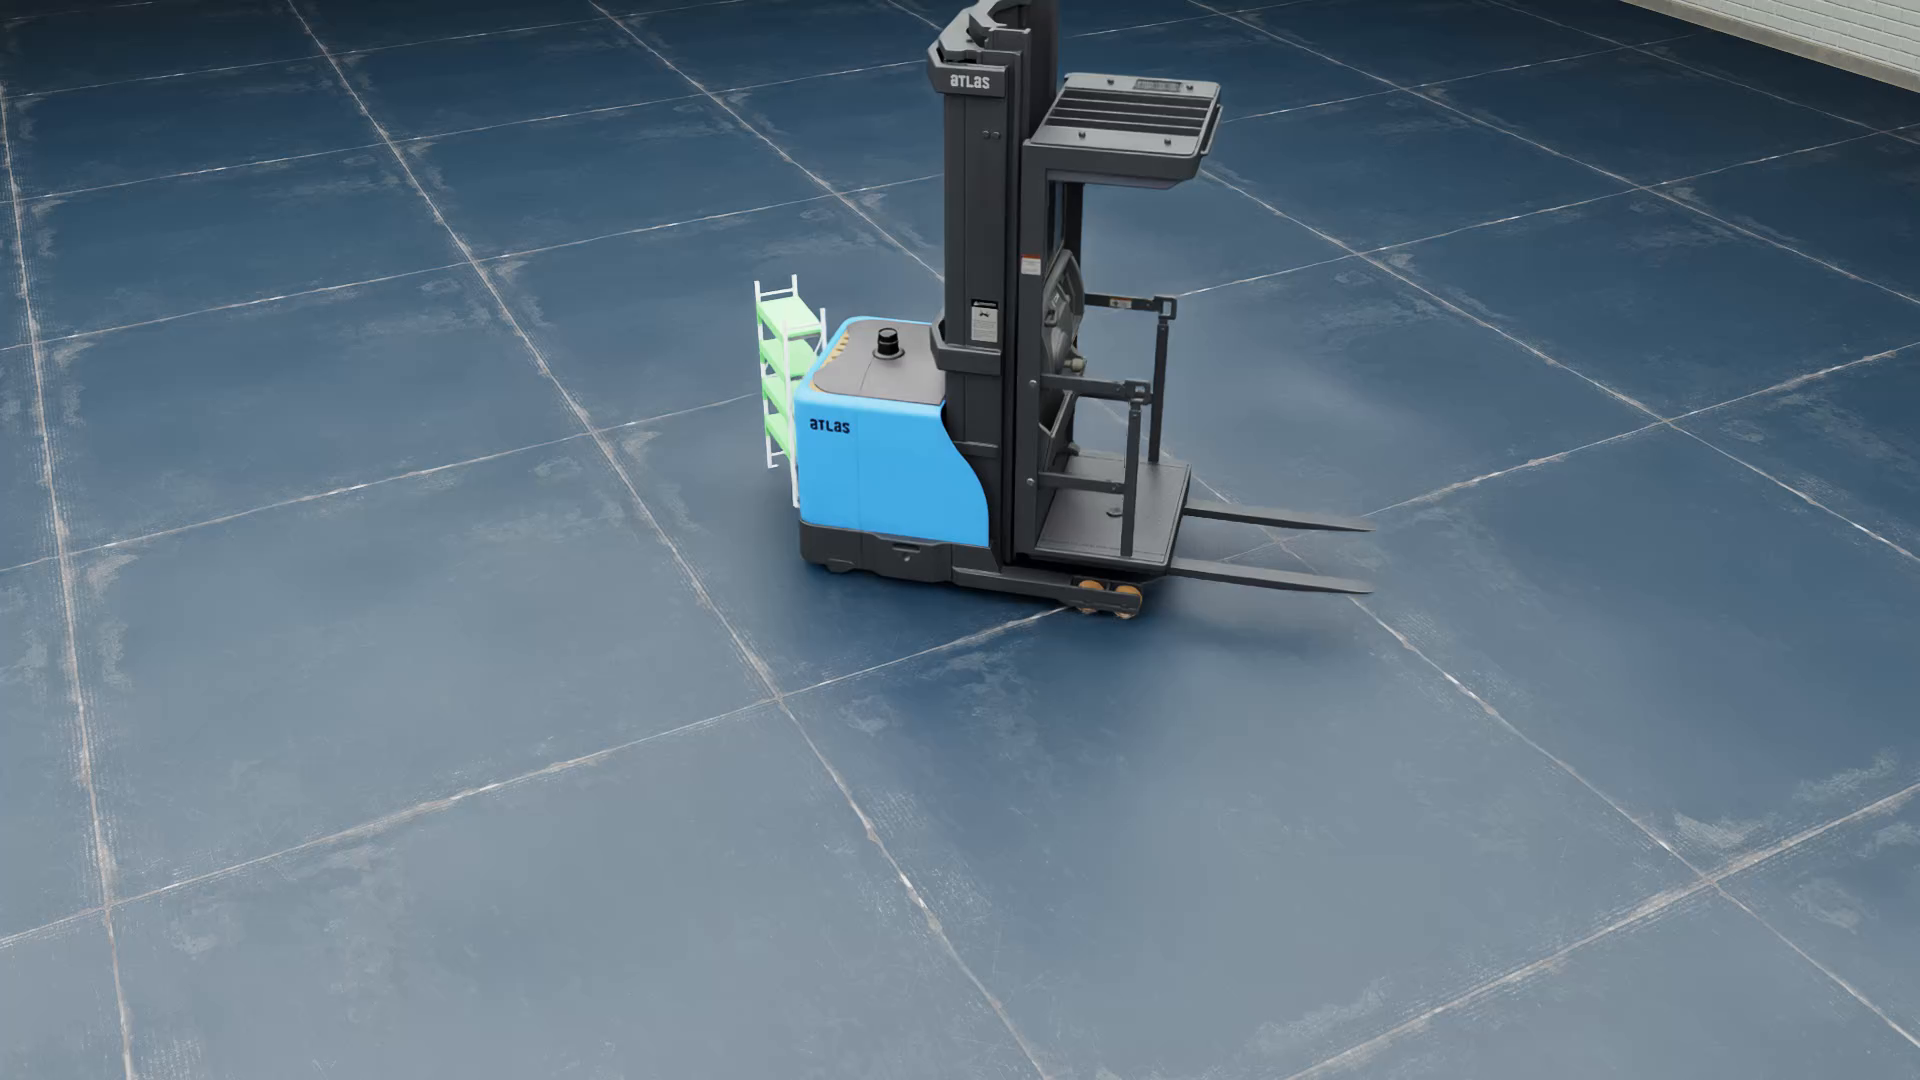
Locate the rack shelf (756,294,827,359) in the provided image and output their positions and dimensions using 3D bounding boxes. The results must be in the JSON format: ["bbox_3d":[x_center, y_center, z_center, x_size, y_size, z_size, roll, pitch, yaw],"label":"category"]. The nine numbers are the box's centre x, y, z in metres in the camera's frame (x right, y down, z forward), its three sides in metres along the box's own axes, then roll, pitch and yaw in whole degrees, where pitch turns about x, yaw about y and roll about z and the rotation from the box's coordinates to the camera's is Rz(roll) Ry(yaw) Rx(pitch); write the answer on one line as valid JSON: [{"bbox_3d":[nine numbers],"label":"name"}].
[{"bbox_3d":[-0.939,-1.191,9.244,0.258,0.148,0.480,-13,35,-19],"label":"rack shelf"}]

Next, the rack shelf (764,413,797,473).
[{"bbox_3d":[-0.939,-0.585,9.633,0.258,0.148,0.480,-13,35,-19],"label":"rack shelf"}]

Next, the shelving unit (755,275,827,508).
[{"bbox_3d":[-0.939,-0.841,9.469,0.258,1.200,0.503,-13,35,-19],"label":"shelving unit"}]

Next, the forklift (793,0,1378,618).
[{"bbox_3d":[0.706,-1.146,8.341,3.031,2.935,1.130,7,33,11],"label":"forklift"}]

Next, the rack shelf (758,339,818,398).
[{"bbox_3d":[-0.939,-0.989,9.374,0.258,0.148,0.480,-13,35,-19],"label":"rack shelf"}]

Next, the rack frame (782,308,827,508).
[{"bbox_3d":[-0.844,-0.720,9.280,0.240,1.200,0.015,-13,35,-19],"label":"rack frame"}]

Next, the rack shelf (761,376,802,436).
[{"bbox_3d":[-0.939,-0.787,9.503,0.258,0.148,0.480,-13,35,-19],"label":"rack shelf"}]

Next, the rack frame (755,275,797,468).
[{"bbox_3d":[-1.035,-0.962,9.658,0.240,1.200,0.015,-13,35,-19],"label":"rack frame"}]
